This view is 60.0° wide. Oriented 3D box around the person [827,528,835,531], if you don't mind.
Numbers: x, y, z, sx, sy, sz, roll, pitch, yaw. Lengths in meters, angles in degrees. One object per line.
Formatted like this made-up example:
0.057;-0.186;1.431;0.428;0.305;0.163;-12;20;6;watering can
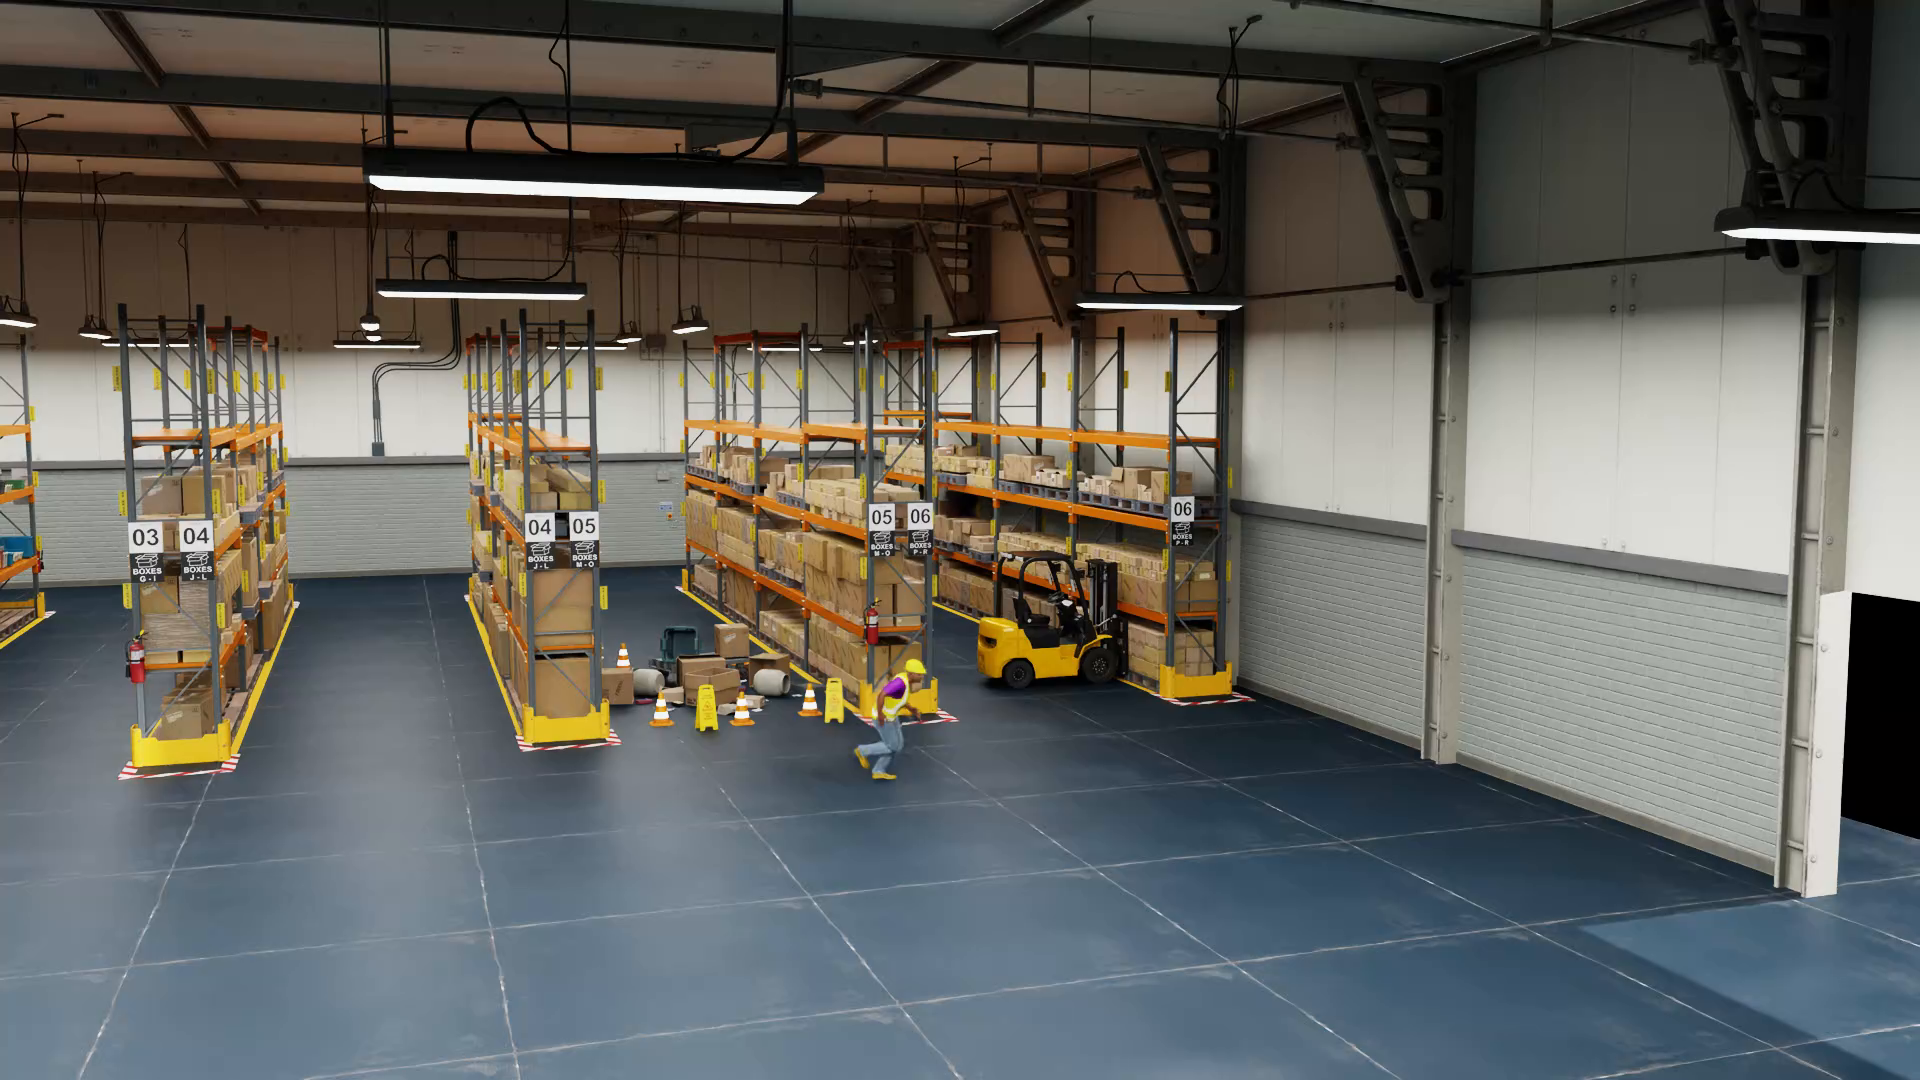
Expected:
-3.010;0.399;37.750;0.642;1.588;1.066;-1;5;-8;person

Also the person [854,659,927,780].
-0.876;2.258;20.859;0.951;1.560;0.724;1;6;15;person
